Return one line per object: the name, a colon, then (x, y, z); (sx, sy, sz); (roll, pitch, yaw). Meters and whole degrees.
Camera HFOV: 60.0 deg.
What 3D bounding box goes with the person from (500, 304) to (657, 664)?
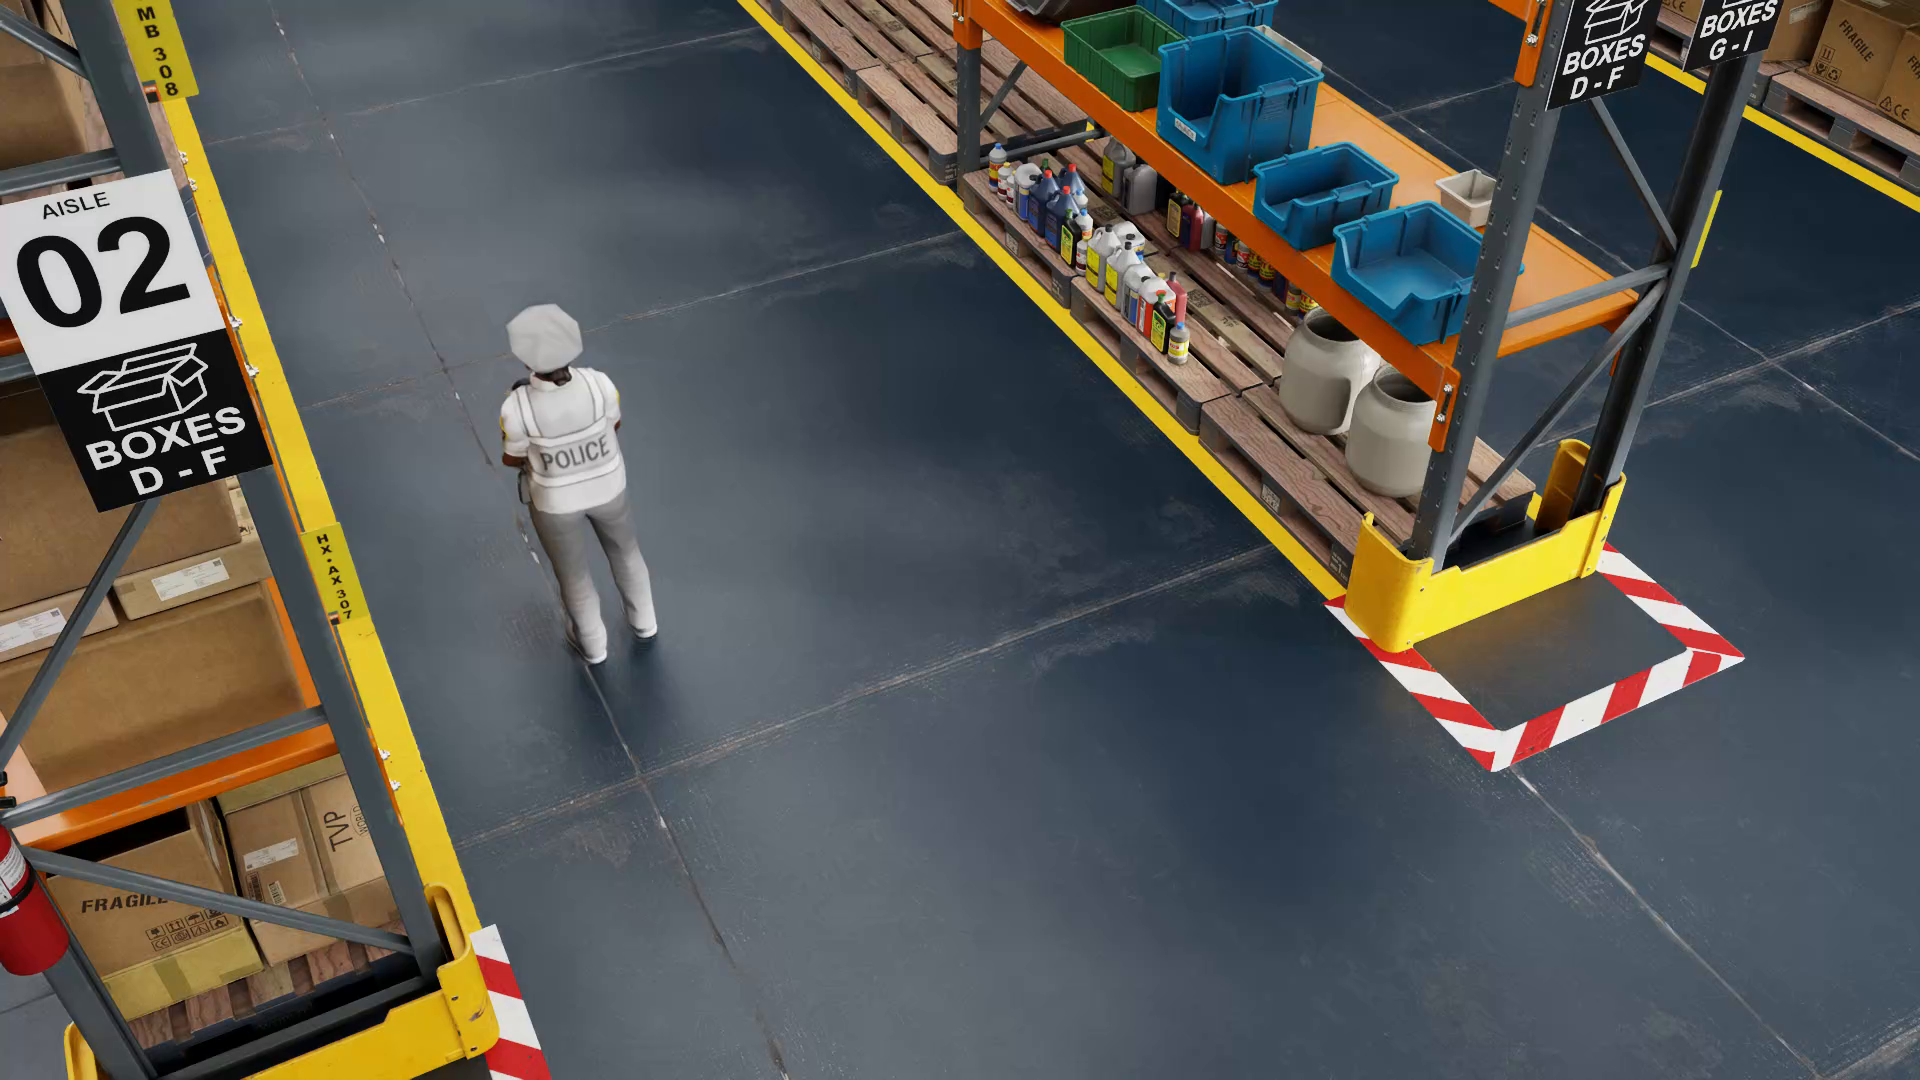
person: (-1.482, -0.219, 6.375); (0.488, 1.703, 0.511); (-19, 45, -20)
